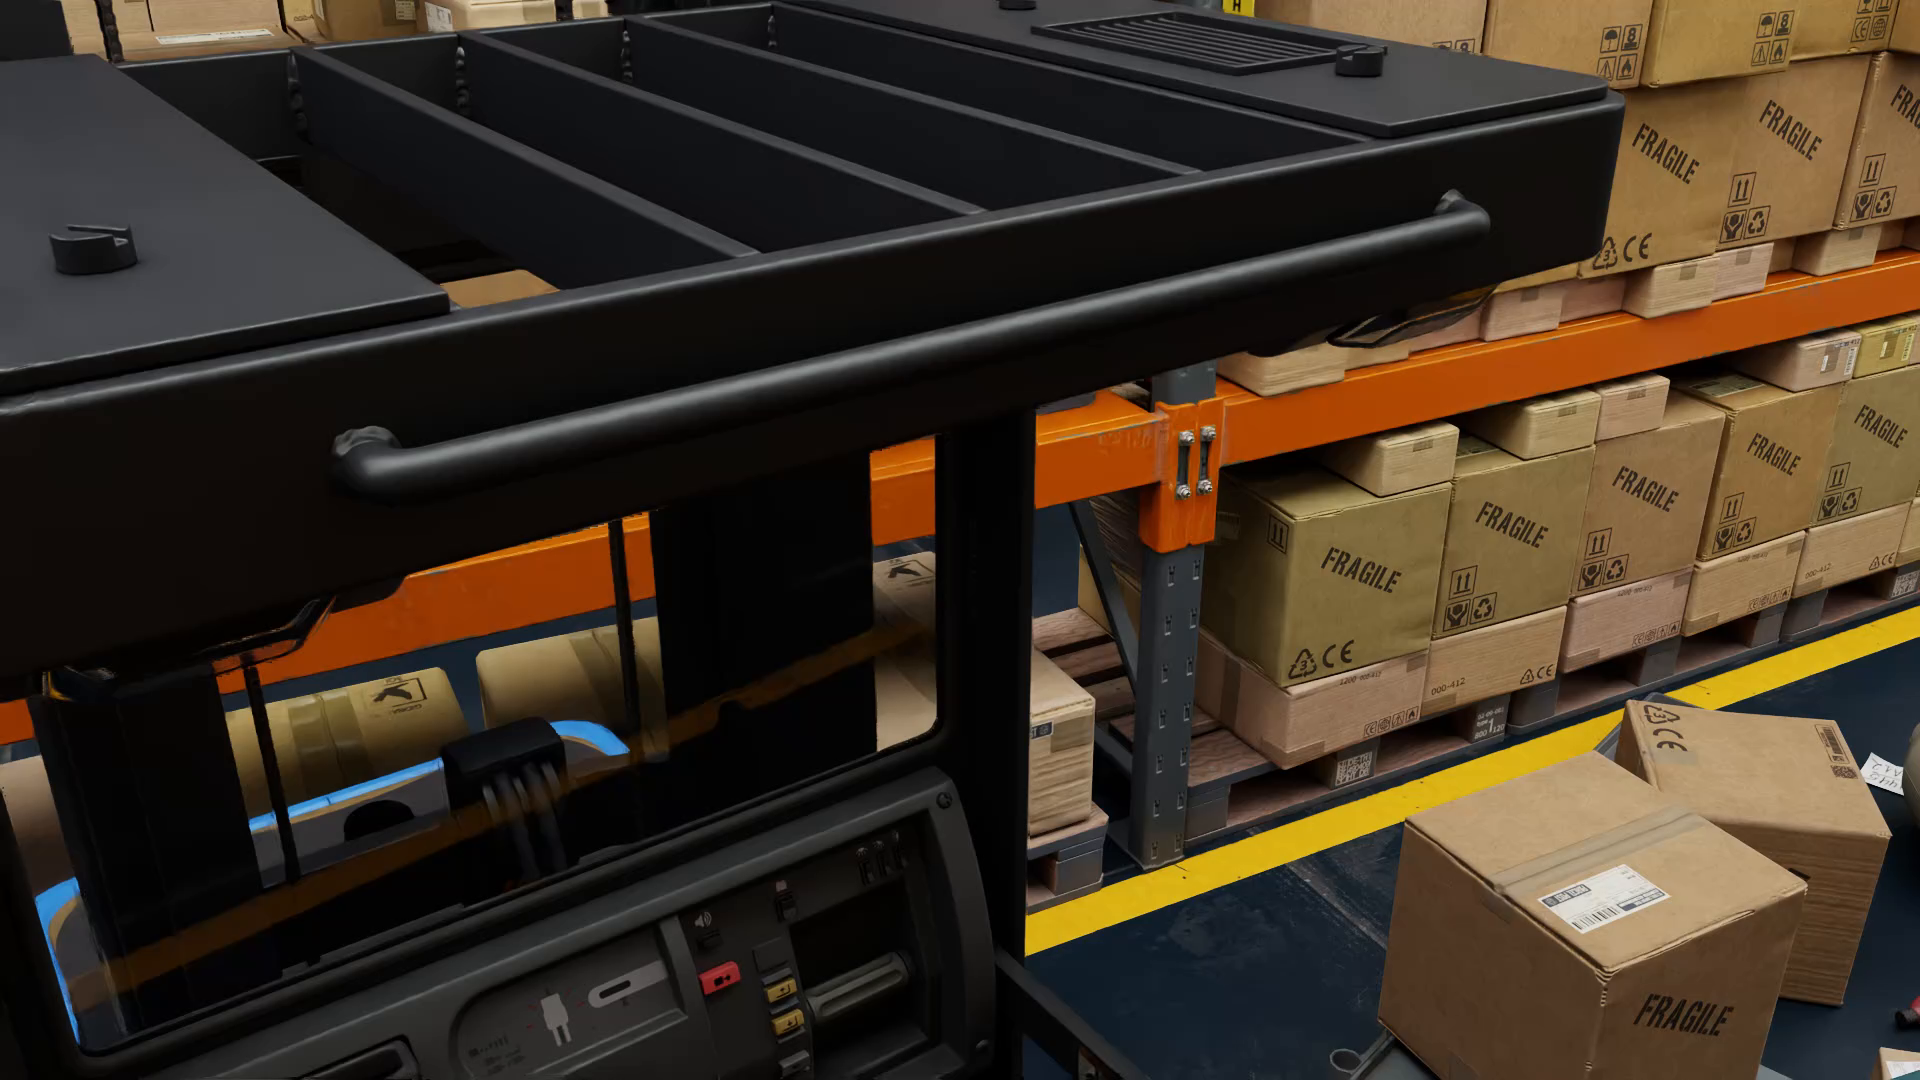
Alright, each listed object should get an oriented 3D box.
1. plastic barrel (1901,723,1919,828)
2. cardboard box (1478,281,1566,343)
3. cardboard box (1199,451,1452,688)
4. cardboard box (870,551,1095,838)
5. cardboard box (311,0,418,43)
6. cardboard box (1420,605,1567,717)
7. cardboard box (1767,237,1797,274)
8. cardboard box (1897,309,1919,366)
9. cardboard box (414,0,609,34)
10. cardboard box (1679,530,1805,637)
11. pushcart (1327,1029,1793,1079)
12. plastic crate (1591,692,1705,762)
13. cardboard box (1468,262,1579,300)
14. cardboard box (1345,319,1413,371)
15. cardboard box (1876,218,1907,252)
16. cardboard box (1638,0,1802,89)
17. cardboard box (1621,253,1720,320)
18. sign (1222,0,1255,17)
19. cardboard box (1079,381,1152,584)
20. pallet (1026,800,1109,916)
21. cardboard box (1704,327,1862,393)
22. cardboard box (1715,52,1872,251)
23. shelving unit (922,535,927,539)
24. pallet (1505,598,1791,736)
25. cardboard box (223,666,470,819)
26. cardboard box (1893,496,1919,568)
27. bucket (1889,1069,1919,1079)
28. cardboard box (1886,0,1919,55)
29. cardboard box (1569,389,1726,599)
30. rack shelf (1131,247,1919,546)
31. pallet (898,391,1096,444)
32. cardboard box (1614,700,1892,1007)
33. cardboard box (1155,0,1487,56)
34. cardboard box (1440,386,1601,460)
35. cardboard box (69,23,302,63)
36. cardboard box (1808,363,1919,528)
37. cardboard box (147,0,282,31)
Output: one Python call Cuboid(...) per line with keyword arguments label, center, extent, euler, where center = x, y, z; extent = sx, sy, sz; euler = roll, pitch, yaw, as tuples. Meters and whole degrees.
Cuboid(label="plastic barrel", center=(2.729, 0.676, 4.354), extent=(0.421, 0.421, 0.512), euler=(5, 26, 11))
Cuboid(label="cardboard box", center=(1.392, -0.672, 4.475), extent=(0.250, 0.149, 0.380), euler=(-12, 28, -24))
Cuboid(label="cardboard box", center=(0.958, 0.025, 4.557), extent=(0.500, 0.500, 0.500), euler=(-12, 28, -23))
Cuboid(label="cardboard box", center=(-0.152, 0.433, 4.433), extent=(0.625, 0.372, 0.950), euler=(-13, 28, -24))
Cuboid(label="cardboard box", center=(-1.182, -1.110, 3.401), extent=(0.250, 0.149, 0.380), euler=(-11, 28, -22))
Cuboid(label="cardboard box", center=(1.423, 0.250, 4.955), extent=(0.500, 0.250, 0.500), euler=(-11, 28, -22))
Cuboid(label="cardboard box", center=(2.252, -0.910, 4.969), extent=(0.250, 0.149, 0.380), euler=(-13, 29, -25))
Cuboid(label="cardboard box", center=(2.963, -0.702, 5.322), extent=(0.250, 0.149, 0.380), euler=(-12, 28, -24))
Cuboid(label="cardboard box", center=(-0.824, -0.940, 3.049), extent=(0.250, 0.149, 0.380), euler=(-14, 29, -27))
Cuboid(label="cardboard box", center=(2.333, 0.044, 5.384), extent=(0.500, 0.250, 0.500), euler=(-14, 29, -27))
Cuboid(label="pushcart", center=(1.427, 1.373, 2.955), extent=(1.648, 0.377, 0.936), euler=(21, 33, 37))
Cuboid(label="plastic crate", center=(2.081, 0.640, 4.825), extent=(0.402, 0.080, 0.583), euler=(21, 33, 37))
Cuboid(label="cardboard box", center=(1.261, -0.943, 4.290), extent=(0.500, 0.500, 0.500), euler=(-13, 29, -25))
Cuboid(label="cardboard box", center=(0.937, -0.570, 4.261), extent=(0.250, 0.149, 0.380), euler=(-12, 28, -24))
Cuboid(label="cardboard box", center=(2.697, -1.013, 5.185), extent=(0.250, 0.149, 0.380), euler=(-13, 28, -24))
Cuboid(label="cardboard box", center=(1.717, -1.494, 4.282), extent=(0.500, 0.500, 0.700), euler=(-14, 29, -26))
Cuboid(label="cardboard box", center=(1.872, -0.755, 4.648), extent=(0.250, 0.149, 0.380), euler=(-13, 28, -25))
Cuboid(label="sign", center=(0.574, -0.981, 3.489), extent=(0.005, 0.325, 0.100), euler=(-13, 29, -25))
Cuboid(label="cardboard box", center=(0.706, -0.181, 4.986), extent=(0.500, 0.500, 0.500), euler=(-13, 29, -26))
Cuboid(label="pallet", center=(-0.376, 0.746, 4.452), extent=(1.213, 0.211, 1.003), euler=(-13, 29, -25))
Cuboid(label="cardboard box", center=(2.506, -0.599, 5.107), extent=(0.250, 0.149, 0.380), euler=(-12, 28, -23))
Cuboid(label="cardboard box", center=(2.147, -1.151, 4.723), extent=(0.500, 0.500, 0.500), euler=(-13, 28, -24))
Cuboid(label="shelving unit", center=(-0.007, -0.404, 6.052), extent=(0.210, 0.900, 0.258), euler=(-13, 29, -25))
Cuboid(label="pallet", center=(1.964, 0.187, 5.617), extent=(1.213, 0.211, 1.003), euler=(-13, 29, -25))
Cuboid(label="cardboard box", center=(-1.397, 0.723, 3.829), extent=(0.625, 0.372, 0.950), euler=(-12, 28, -23))
Cuboid(label="cardboard box", center=(3.232, -0.162, 5.814), extent=(0.500, 0.250, 0.500), euler=(-13, 29, -25))
Cuboid(label="bucket", center=(1.764, 1.082, 2.556), extent=(0.620, 0.611, 0.726), euler=(-13, 27, -3))
Cuboid(label="cardboard box", center=(2.640, -1.684, 4.677), extent=(0.500, 0.500, 0.700), euler=(-13, 29, -26))
Cuboid(label="cardboard box", center=(1.883, -0.193, 5.012), extent=(0.500, 0.500, 0.500), euler=(-11, 28, -22))
Cuboid(label="rack shelf", center=(2.075, -0.753, 5.184), extent=(4.000, 0.370, 1.077), euler=(-13, 29, -25))
Cuboid(label="pallet", center=(-0.433, -0.483, 4.013), extent=(1.213, 0.211, 1.003), euler=(-13, 29, -25))
Cuboid(label="cardboard box", center=(1.896, 0.757, 4.092), extent=(0.500, 0.500, 0.500), euler=(5, 26, 11))
Cuboid(label="cardboard box", center=(0.800, -1.307, 3.891), extent=(0.500, 0.500, 0.700), euler=(-13, 29, -26))
Cuboid(label="cardboard box", center=(1.549, -0.375, 4.641), extent=(0.250, 0.149, 0.380), euler=(-12, 28, -23))
Cuboid(label="cardboard box", center=(-1.571, -0.746, 3.394), extent=(0.500, 0.500, 0.500), euler=(-14, 29, -27))
Cuboid(label="cardboard box", center=(2.796, -0.402, 5.447), extent=(0.500, 0.500, 0.500), euler=(-12, 28, -23))
Cuboid(label="cardboard box", center=(-3.246, -2.316, 7.203), extent=(0.500, 0.250, 0.500), euler=(-12, 28, -24))
